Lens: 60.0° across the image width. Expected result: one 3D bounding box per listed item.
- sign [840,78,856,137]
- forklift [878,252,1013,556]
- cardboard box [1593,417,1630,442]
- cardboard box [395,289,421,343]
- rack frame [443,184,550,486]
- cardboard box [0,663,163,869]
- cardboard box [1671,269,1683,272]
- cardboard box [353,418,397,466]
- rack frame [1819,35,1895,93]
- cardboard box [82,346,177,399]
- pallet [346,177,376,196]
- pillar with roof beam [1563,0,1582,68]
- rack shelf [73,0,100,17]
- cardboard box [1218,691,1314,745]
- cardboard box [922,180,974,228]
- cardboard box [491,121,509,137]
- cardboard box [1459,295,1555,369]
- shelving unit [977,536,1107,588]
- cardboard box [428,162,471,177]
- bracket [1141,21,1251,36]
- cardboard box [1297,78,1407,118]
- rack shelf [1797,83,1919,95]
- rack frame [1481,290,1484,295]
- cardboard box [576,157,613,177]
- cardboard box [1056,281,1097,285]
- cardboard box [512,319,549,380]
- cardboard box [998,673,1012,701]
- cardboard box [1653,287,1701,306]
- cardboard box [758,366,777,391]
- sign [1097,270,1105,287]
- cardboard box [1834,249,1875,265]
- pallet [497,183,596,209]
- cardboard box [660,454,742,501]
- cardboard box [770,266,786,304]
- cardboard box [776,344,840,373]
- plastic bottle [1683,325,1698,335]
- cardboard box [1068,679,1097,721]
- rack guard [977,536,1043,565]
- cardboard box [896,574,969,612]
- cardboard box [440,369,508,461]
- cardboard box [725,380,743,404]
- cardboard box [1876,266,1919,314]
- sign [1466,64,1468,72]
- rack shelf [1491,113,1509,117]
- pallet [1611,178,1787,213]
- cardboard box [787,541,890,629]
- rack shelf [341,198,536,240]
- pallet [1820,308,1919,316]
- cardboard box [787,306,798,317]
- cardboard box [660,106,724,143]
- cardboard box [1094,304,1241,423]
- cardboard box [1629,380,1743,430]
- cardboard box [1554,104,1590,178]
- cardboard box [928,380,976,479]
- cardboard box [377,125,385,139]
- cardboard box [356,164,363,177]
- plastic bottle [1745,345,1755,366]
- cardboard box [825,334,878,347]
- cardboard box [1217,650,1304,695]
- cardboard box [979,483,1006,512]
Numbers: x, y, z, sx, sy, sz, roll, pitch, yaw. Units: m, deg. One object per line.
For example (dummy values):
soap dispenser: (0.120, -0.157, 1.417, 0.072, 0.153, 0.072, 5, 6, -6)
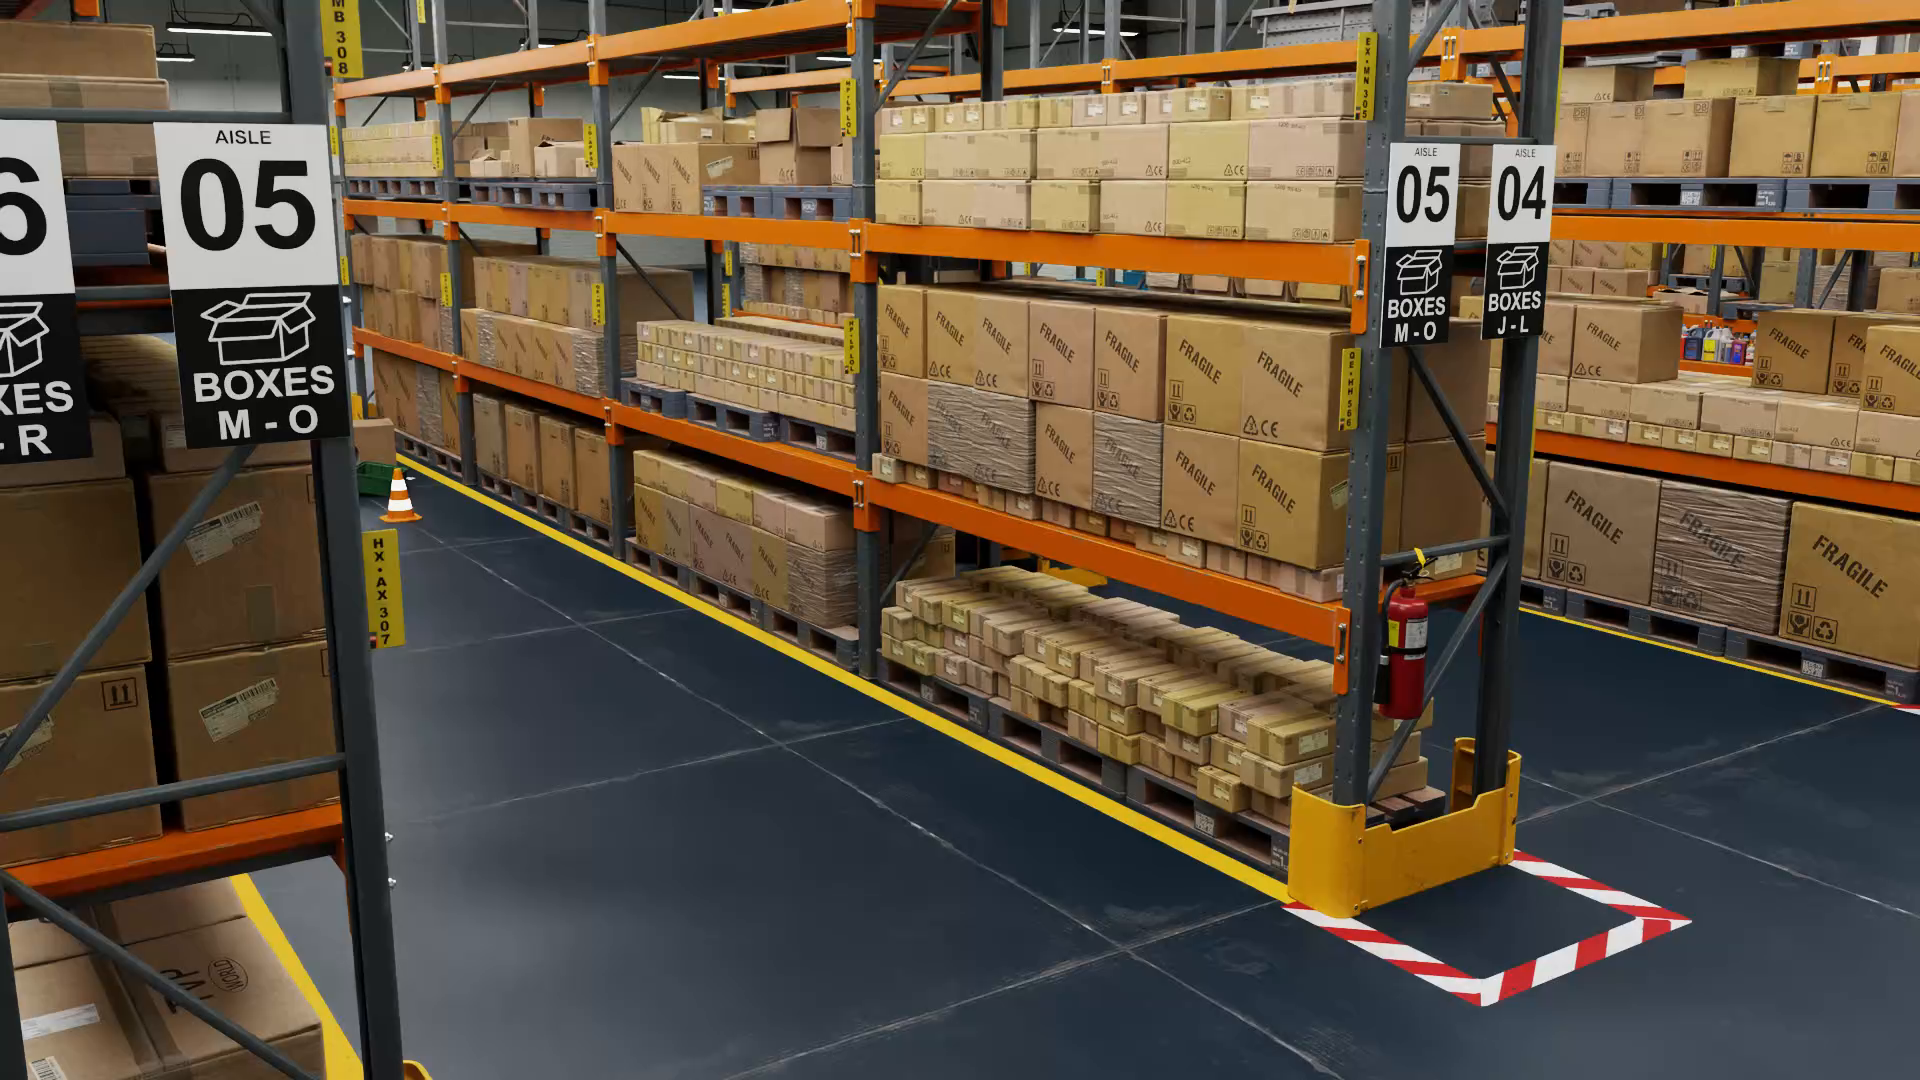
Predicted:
sign: (-0.645, -2.499, 9.614, 0.100, 0.325, 0.005, -8, 15, -33)
forklift: (-0.196, -1.569, 14.677, 1.130, 2.935, 3.031, -5, 13, -21)
cardboard box: (4.606, -0.779, 11.490, 0.380, 0.149, 0.250, -8, 15, -32)
cardboard box: (-5.734, -2.503, 18.433, 0.875, 0.550, 0.500, -8, 15, -33)
rack frame: (-4.617, -2.078, 16.841, 1.000, 3.000, 0.127, -8, 15, -33)
cardboard box: (-2.521, 0.557, 4.559, 0.500, 0.500, 0.500, -8, 15, -32)
cardboard box: (11.857, -4.451, 27.999, 0.500, 0.250, 0.500, -8, 15, -32)
cardboard box: (-6.332, -1.012, 17.815, 0.500, 0.500, 0.500, -5, 13, -23)
rack frame: (8.123, -4.741, 14.977, 1.000, 3.000, 0.127, -8, 15, -33)
cardboard box: (-3.010, -0.611, 6.043, 0.380, 0.149, 0.250, -8, 15, -33)
pallet: (-6.414, -4.080, 19.186, 1.003, 0.211, 1.213, -8, 15, -33)
pillar with roof beam: (7.246, -7.516, 27.668, 9.100, 9.000, 0.548, -8, 15, -33)
rack shelf: (-3.142, -2.079, 5.426, 1.077, 0.370, 4.000, -8, 15, -33)
cardboard box: (1.436, 0.838, 7.807, 0.380, 0.149, 0.250, -8, 15, -32)
cardboard box: (0.137, -1.845, 9.109, 0.500, 0.250, 0.500, -8, 15, -34)
cardboard box: (-4.536, -4.169, 16.887, 0.380, 0.149, 0.250, -8, 15, -32)
cardboard box: (4.053, -1.547, 12.314, 0.500, 0.500, 0.500, -8, 15, -33)
shelving unit: (0.637, -0.462, 12.963, 0.587, 1.500, 1.083, -6, 14, -26)
cardboard box: (-5.085, -3.701, 16.615, 0.380, 0.149, 0.250, -8, 15, -33)
bracket: (5.543, -11.344, 36.747, 0.076, 0.066, 4.783, -8, 15, -33)
cardboard box: (1.602, -1.799, 6.793, 0.380, 0.149, 0.250, -8, 15, -33)
rack shelf: (11.141, -5.135, 19.402, 1.077, 0.370, 4.000, -8, 15, -33)
rack frame: (4.000, -1.224, 12.938, 1.000, 3.000, 0.127, -8, 15, -33)
cardboard box: (-2.916, -3.052, 13.605, 0.380, 0.166, 0.250, -8, 15, -33)
cardboard box: (1.059, -2.368, 16.952, 0.700, 0.500, 0.500, -6, 14, -24)
cardboard box: (-3.714, -1.732, 15.026, 0.500, 0.500, 0.500, -8, 15, -32)
cardboard box: (0.438, 0.804, 9.355, 0.380, 0.149, 0.250, -9, 15, -35)
cardboard box: (9.699, -3.246, 22.391, 0.500, 0.311, 0.500, -8, 15, -33)
cardboard box: (-1.150, -1.116, 11.351, 0.380, 0.149, 0.250, -9, 15, -36)
sign: (1.337, -2.396, 15.774, 0.100, 0.325, 0.005, -8, 15, -33)
cardboard box: (13.554, -4.137, 24.993, 0.700, 0.500, 0.500, -10, 16, -38)
pallet: (-3.424, -3.046, 14.691, 1.003, 0.211, 1.213, -7, 14, -30)
cardboard box: (-1.940, -0.475, 12.626, 0.500, 0.250, 0.500, -8, 15, -33)
cardboard box: (-1.990, -3.377, 21.850, 0.875, 0.500, 0.500, -8, 15, -33)
cardboard box: (-1.007, -1.217, 11.117, 0.380, 0.149, 0.250, -8, 15, -33)
plastic bottle: (7.543, -2.083, 17.156, 0.152, 0.276, 0.135, -8, 15, -33)
cardboard box: (0.788, 0.808, 8.639, 0.380, 0.149, 0.250, -7, 14, -30)
rack guard: (0.414, 0.054, 13.532, 0.587, 0.250, 0.087, -6, 14, -26)
cardboard box: (-0.167, 0.328, 10.139, 0.380, 0.149, 0.250, -7, 14, -30)
cardboard box: (-4.908, -1.365, 17.573, 0.875, 0.875, 0.875, -8, 15, -32)
cardboard box: (-1.442, -1.063, 11.807, 0.380, 0.149, 0.250, -9, 15, -35)
cardboard box: (11.219, -2.957, 19.644, 0.500, 0.500, 0.700, 11, 16, 41)
sign: (5.453, -5.228, 17.961, 0.100, 0.325, 0.005, -8, 15, -33)
rack shelf: (6.708, -6.558, 25.908, 1.077, 0.370, 4.000, -8, 15, -33)
pallet: (5.117, -2.283, 10.964, 1.003, 0.211, 1.213, -8, 15, -33)
cardboard box: (-0.805, 0.259, 11.023, 0.500, 0.500, 0.500, -8, 15, -34)
rack shelf: (-5.726, -3.547, 18.224, 1.077, 0.370, 4.000, -8, 15, -33)
pallet: (11.114, -2.668, 19.991, 1.003, 0.211, 1.213, -8, 15, -33)
cardboard box: (-1.991, -2.935, 21.350, 0.380, 0.149, 0.250, -8, 15, -33)
cardboard box: (-1.947, -3.017, 12.092, 0.396, 0.266, 0.258, -8, 15, -33)
cardboard box: (0.994, -0.860, 8.000, 0.500, 0.500, 0.500, -7, 14, -30)
cardboard box: (4.872, -0.912, 11.167, 0.500, 0.250, 0.500, -8, 15, -33)
cardboard box: (4.484, -2.860, 11.947, 0.700, 0.500, 0.500, -9, 15, -36)
cardboard box: (0.160, -0.644, 9.355, 0.500, 0.500, 0.500, -8, 15, -33)
cardboard box: (-6.068, -4.407, 17.974, 0.380, 0.149, 0.250, -8, 15, -32)
cardboard box: (-6.630, -4.197, 18.882, 0.380, 0.149, 0.250, -8, 15, -33)
plastic bottle: (7.549, -1.762, 15.865, 0.097, 0.201, 0.097, 0, 12, 0)
cardboard box: (-0.738, -1.382, 11.874, 0.380, 0.149, 0.250, -7, 14, -31)
cardboard box: (1.532, 0.691, 8.478, 0.380, 0.149, 0.250, -9, 15, -36)
cardboard box: (0.327, -0.263, 9.131, 0.380, 0.149, 0.250, -8, 15, -32)
